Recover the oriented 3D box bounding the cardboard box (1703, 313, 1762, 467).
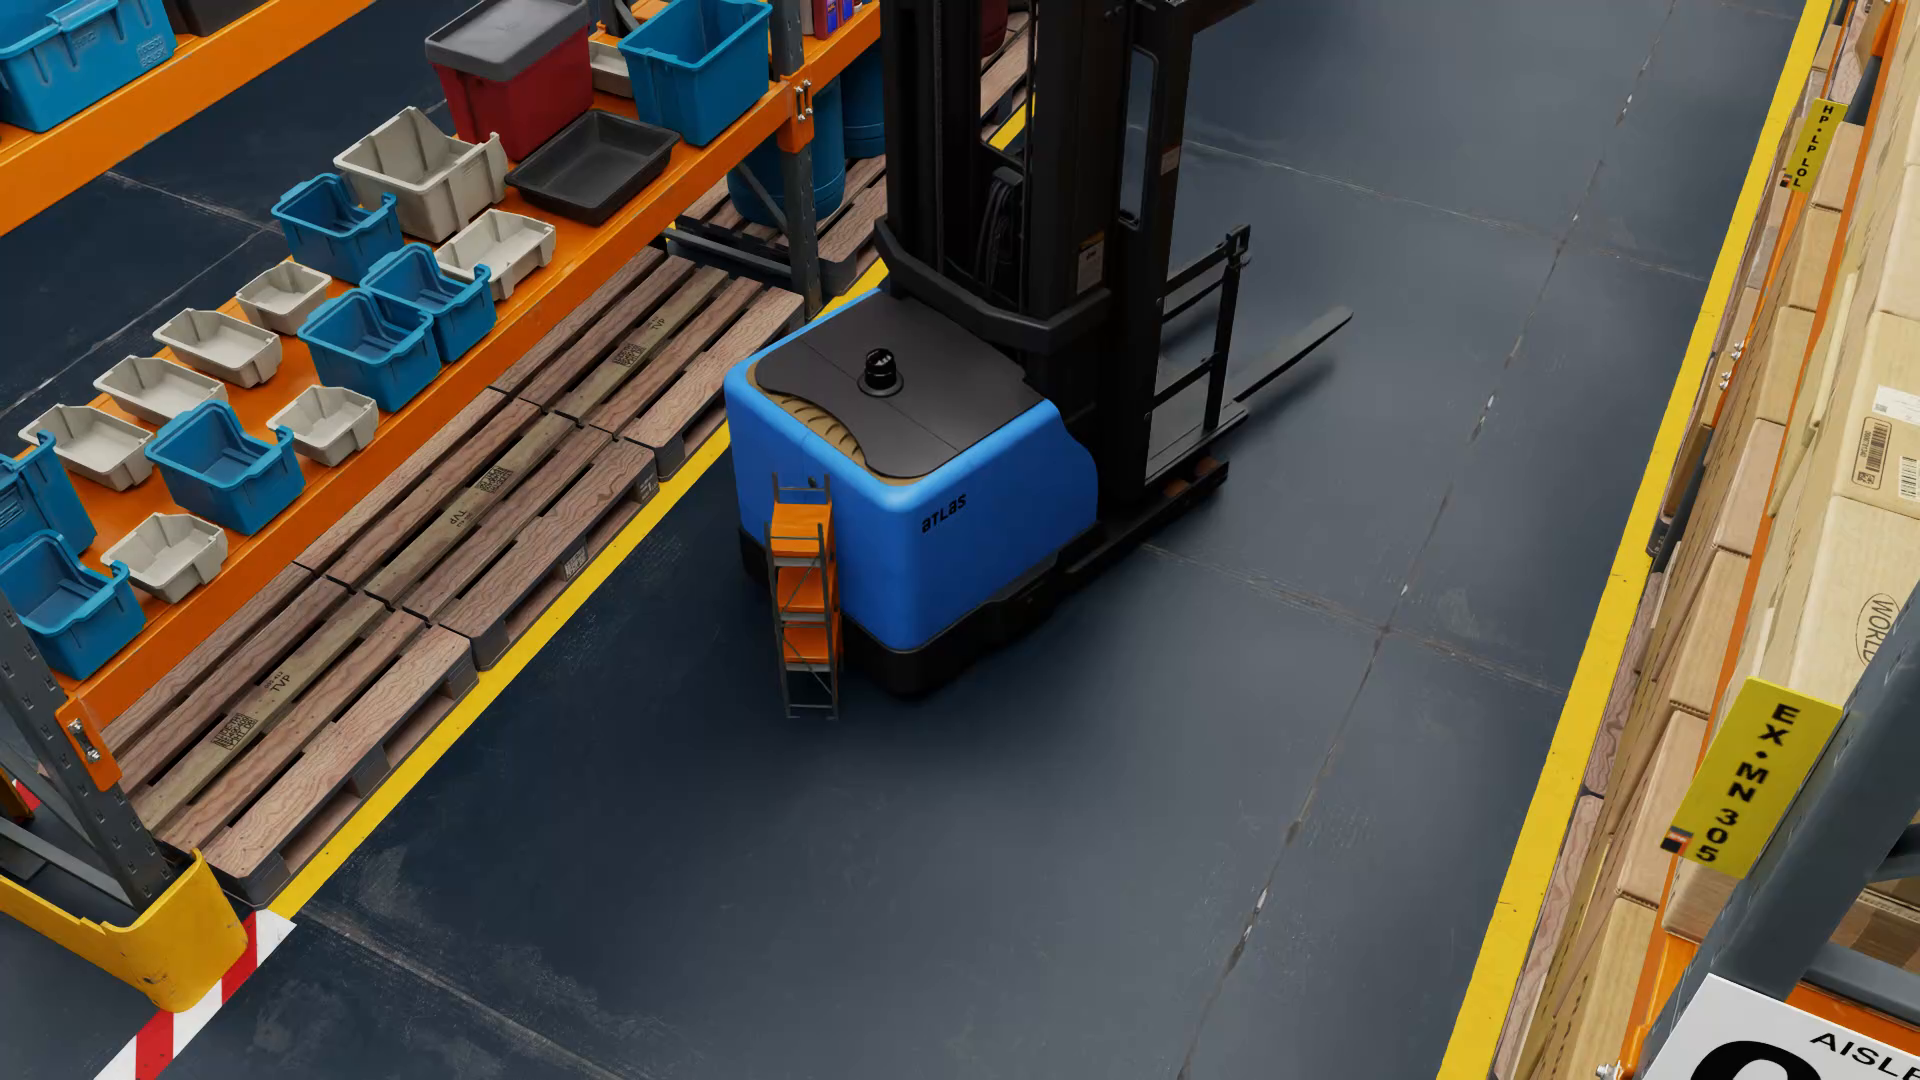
[{"bbox_3d":[2.765,-0.483,5.328,0.500,0.500,0.500,22,49,20],"label":"cardboard box"}]

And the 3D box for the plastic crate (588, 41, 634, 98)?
[{"bbox_3d":[-1.485,-1.999,7.040,0.396,0.136,0.243,20,49,19],"label":"plastic crate"}]

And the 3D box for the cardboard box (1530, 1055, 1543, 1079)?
[{"bbox_3d":[1.353,1.434,3.434,0.500,0.500,0.500,22,49,20],"label":"cardboard box"}]

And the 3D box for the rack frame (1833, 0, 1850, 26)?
[{"bbox_3d":[5.100,-3.199,8.083,1.000,3.000,0.127,20,49,19],"label":"rack frame"}]

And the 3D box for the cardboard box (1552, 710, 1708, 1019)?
[{"bbox_3d":[1.583,0.764,3.392,0.500,0.500,0.500,22,49,20],"label":"cardboard box"}]

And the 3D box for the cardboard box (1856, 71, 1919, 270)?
[{"bbox_3d":[2.092,-0.690,3.248,0.500,0.250,0.500,20,49,19],"label":"cardboard box"}]

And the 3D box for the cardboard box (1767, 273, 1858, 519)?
[{"bbox_3d":[1.853,-0.202,3.117,0.500,0.250,0.500,20,49,19],"label":"cardboard box"}]

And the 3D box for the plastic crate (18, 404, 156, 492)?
[{"bbox_3d":[-2.781,-0.299,5.360,0.396,0.136,0.243,20,49,19],"label":"plastic crate"}]

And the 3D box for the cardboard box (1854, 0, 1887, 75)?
[{"bbox_3d":[4.008,-1.995,6.527,0.700,0.500,0.500,9,46,9],"label":"cardboard box"}]

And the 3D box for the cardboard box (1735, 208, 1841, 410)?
[{"bbox_3d":[2.536,-0.537,4.678,0.500,0.500,0.500,19,48,18],"label":"cardboard box"}]

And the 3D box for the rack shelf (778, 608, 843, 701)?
[{"bbox_3d":[-0.559,0.428,6.275,0.215,0.259,0.240,2,45,2],"label":"rack shelf"}]

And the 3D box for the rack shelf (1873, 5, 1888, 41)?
[{"bbox_3d":[4.171,-2.741,6.026,1.077,0.370,4.000,20,49,19],"label":"rack shelf"}]

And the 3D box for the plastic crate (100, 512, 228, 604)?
[{"bbox_3d":[-2.371,0.053,5.012,0.250,0.136,0.298,20,49,19],"label":"plastic crate"}]

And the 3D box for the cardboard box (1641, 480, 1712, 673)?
[{"bbox_3d":[2.296,0.155,4.698,0.500,0.500,0.500,20,49,19],"label":"cardboard box"}]

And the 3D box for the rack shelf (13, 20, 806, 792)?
[{"bbox_3d":[-2.071,-0.804,6.221,1.077,0.370,4.000,20,49,19],"label":"rack shelf"}]

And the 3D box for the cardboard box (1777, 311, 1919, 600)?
[{"bbox_3d":[1.631,-0.060,2.625,0.500,0.250,0.500,20,49,19],"label":"cardboard box"}]

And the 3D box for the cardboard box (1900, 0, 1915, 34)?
[{"bbox_3d":[2.798,-1.456,4.357,0.500,0.250,0.500,20,49,19],"label":"cardboard box"}]

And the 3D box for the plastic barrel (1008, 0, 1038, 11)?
[{"bbox_3d":[0.319,-3.411,9.746,0.421,0.512,0.421,0,45,0],"label":"plastic barrel"}]

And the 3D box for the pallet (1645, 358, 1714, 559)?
[{"bbox_3d":[3.587,-0.224,7.103,1.003,0.211,1.213,20,49,19],"label":"pallet"}]

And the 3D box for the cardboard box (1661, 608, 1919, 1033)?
[{"bbox_3d":[1.391,0.428,2.494,0.500,0.250,0.500,20,49,19],"label":"cardboard box"}]

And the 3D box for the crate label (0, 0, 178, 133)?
[{"bbox_3d":[-2.285,-1.274,4.175,0.408,0.251,0.502,20,49,19],"label":"crate label"}]

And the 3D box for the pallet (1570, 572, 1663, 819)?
[{"bbox_3d":[2.923,0.734,6.157,1.003,0.211,1.213,20,49,19],"label":"pallet"}]

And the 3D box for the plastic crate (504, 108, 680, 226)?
[{"bbox_3d":[-1.424,-1.447,6.503,0.437,0.125,0.590,20,49,19],"label":"plastic crate"}]

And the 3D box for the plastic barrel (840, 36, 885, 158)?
[{"bbox_3d":[-0.546,-2.510,8.582,0.600,0.901,0.708,20,49,19],"label":"plastic barrel"}]

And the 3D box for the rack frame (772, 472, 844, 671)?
[{"bbox_3d":[-0.555,0.138,6.155,0.200,1.050,0.008,2,45,2],"label":"rack frame"}]

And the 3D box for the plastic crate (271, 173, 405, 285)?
[{"bbox_3d":[-2.273,-1.138,6.121,0.416,0.233,0.300,20,49,19],"label":"plastic crate"}]

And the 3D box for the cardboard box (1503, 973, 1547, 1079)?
[{"bbox_3d":[1.888,1.640,4.924,0.500,0.250,0.500,20,49,19],"label":"cardboard box"}]

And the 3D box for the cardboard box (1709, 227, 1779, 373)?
[{"bbox_3d":[3.688,-0.985,7.343,0.500,0.500,0.500,21,49,20],"label":"cardboard box"}]

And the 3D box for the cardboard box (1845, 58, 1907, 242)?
[{"bbox_3d":[2.329,-0.828,3.736,0.500,0.250,0.500,20,49,19],"label":"cardboard box"}]

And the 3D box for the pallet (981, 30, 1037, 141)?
[{"bbox_3d":[-0.182,-2.580,9.432,1.003,0.211,1.213,20,49,19],"label":"pallet"}]

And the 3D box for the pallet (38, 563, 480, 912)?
[{"bbox_3d":[-2.582,0.676,6.213,1.003,0.211,1.213,20,49,19],"label":"pallet"}]

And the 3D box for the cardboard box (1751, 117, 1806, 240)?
[{"bbox_3d":[4.160,-1.637,7.987,0.500,0.500,0.500,20,49,19],"label":"cardboard box"}]

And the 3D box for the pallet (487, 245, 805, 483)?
[{"bbox_3d":[-1.450,-0.861,7.732,1.003,0.211,1.213,20,49,19],"label":"pallet"}]

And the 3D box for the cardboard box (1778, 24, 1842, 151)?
[{"bbox_3d":[4.635,-2.283,8.625,0.500,0.500,0.500,22,49,21],"label":"cardboard box"}]

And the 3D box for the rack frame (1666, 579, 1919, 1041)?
[{"bbox_3d":[1.386,-0.268,0.968,1.000,3.000,0.127,20,49,19],"label":"rack frame"}]

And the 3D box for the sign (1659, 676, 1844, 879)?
[{"bbox_3d":[0.904,0.279,1.913,0.100,0.325,0.005,20,49,19],"label":"sign"}]

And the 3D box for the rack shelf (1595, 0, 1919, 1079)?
[{"bbox_3d":[2.315,-0.221,3.536,1.077,0.370,4.000,20,49,19],"label":"rack shelf"}]

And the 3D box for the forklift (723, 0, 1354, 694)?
[{"bbox_3d":[0.520,-1.373,6.326,3.031,2.935,1.130,-34,54,-29],"label":"forklift"}]

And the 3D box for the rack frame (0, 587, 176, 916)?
[{"bbox_3d":[-2.999,0.203,4.720,1.000,3.000,0.127,20,49,19],"label":"rack frame"}]

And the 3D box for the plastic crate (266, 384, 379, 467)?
[{"bbox_3d":[-2.056,-0.374,5.434,0.250,0.136,0.298,20,49,19],"label":"plastic crate"}]

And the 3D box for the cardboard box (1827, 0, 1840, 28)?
[{"bbox_3d":[5.364,-3.118,9.640,0.500,0.250,0.500,20,49,19],"label":"cardboard box"}]

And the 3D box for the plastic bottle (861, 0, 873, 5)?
[{"bbox_3d":[-0.450,-2.586,7.567,0.097,0.271,0.097,0,45,0],"label":"plastic bottle"}]

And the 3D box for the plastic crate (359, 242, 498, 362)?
[{"bbox_3d":[-1.843,-0.825,5.811,0.416,0.233,0.300,20,49,19],"label":"plastic crate"}]

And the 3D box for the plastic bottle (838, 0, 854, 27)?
[{"bbox_3d":[-0.533,-2.450,7.424,0.061,0.283,0.133,20,49,19],"label":"plastic bottle"}]

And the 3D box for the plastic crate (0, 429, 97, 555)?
[{"bbox_3d":[-3.009,-0.103,4.956,0.616,0.435,0.499,20,49,19],"label":"plastic crate"}]

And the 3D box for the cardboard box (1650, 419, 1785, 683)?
[{"bbox_3d":[2.058,0.113,4.036,0.500,0.500,0.500,22,49,20],"label":"cardboard box"}]

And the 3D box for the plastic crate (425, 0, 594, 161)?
[{"bbox_3d":[-1.779,-1.881,6.693,0.402,0.464,0.583,20,49,19],"label":"plastic crate"}]

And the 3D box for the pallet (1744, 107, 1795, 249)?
[{"bbox_3d":[4.720,-1.761,8.622,1.003,0.211,1.213,20,49,19],"label":"pallet"}]

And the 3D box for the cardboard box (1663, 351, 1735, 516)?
[{"bbox_3d":[3.218,-0.361,6.725,0.500,0.500,0.500,20,49,19],"label":"cardboard box"}]

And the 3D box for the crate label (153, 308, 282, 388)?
[{"bbox_3d":[-2.526,-0.660,5.717,0.396,0.136,0.243,20,49,19],"label":"crate label"}]

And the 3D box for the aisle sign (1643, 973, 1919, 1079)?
[{"bbox_3d":[1.083,0.869,2.234,0.394,0.787,0.004,20,49,19],"label":"aisle sign"}]

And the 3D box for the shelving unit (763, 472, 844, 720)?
[{"bbox_3d":[-0.559,0.225,6.069,0.215,1.050,0.252,2,45,2],"label":"shelving unit"}]

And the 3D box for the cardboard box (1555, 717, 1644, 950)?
[{"bbox_3d":[1.827,0.793,4.067,0.500,0.500,0.500,21,49,19],"label":"cardboard box"}]
